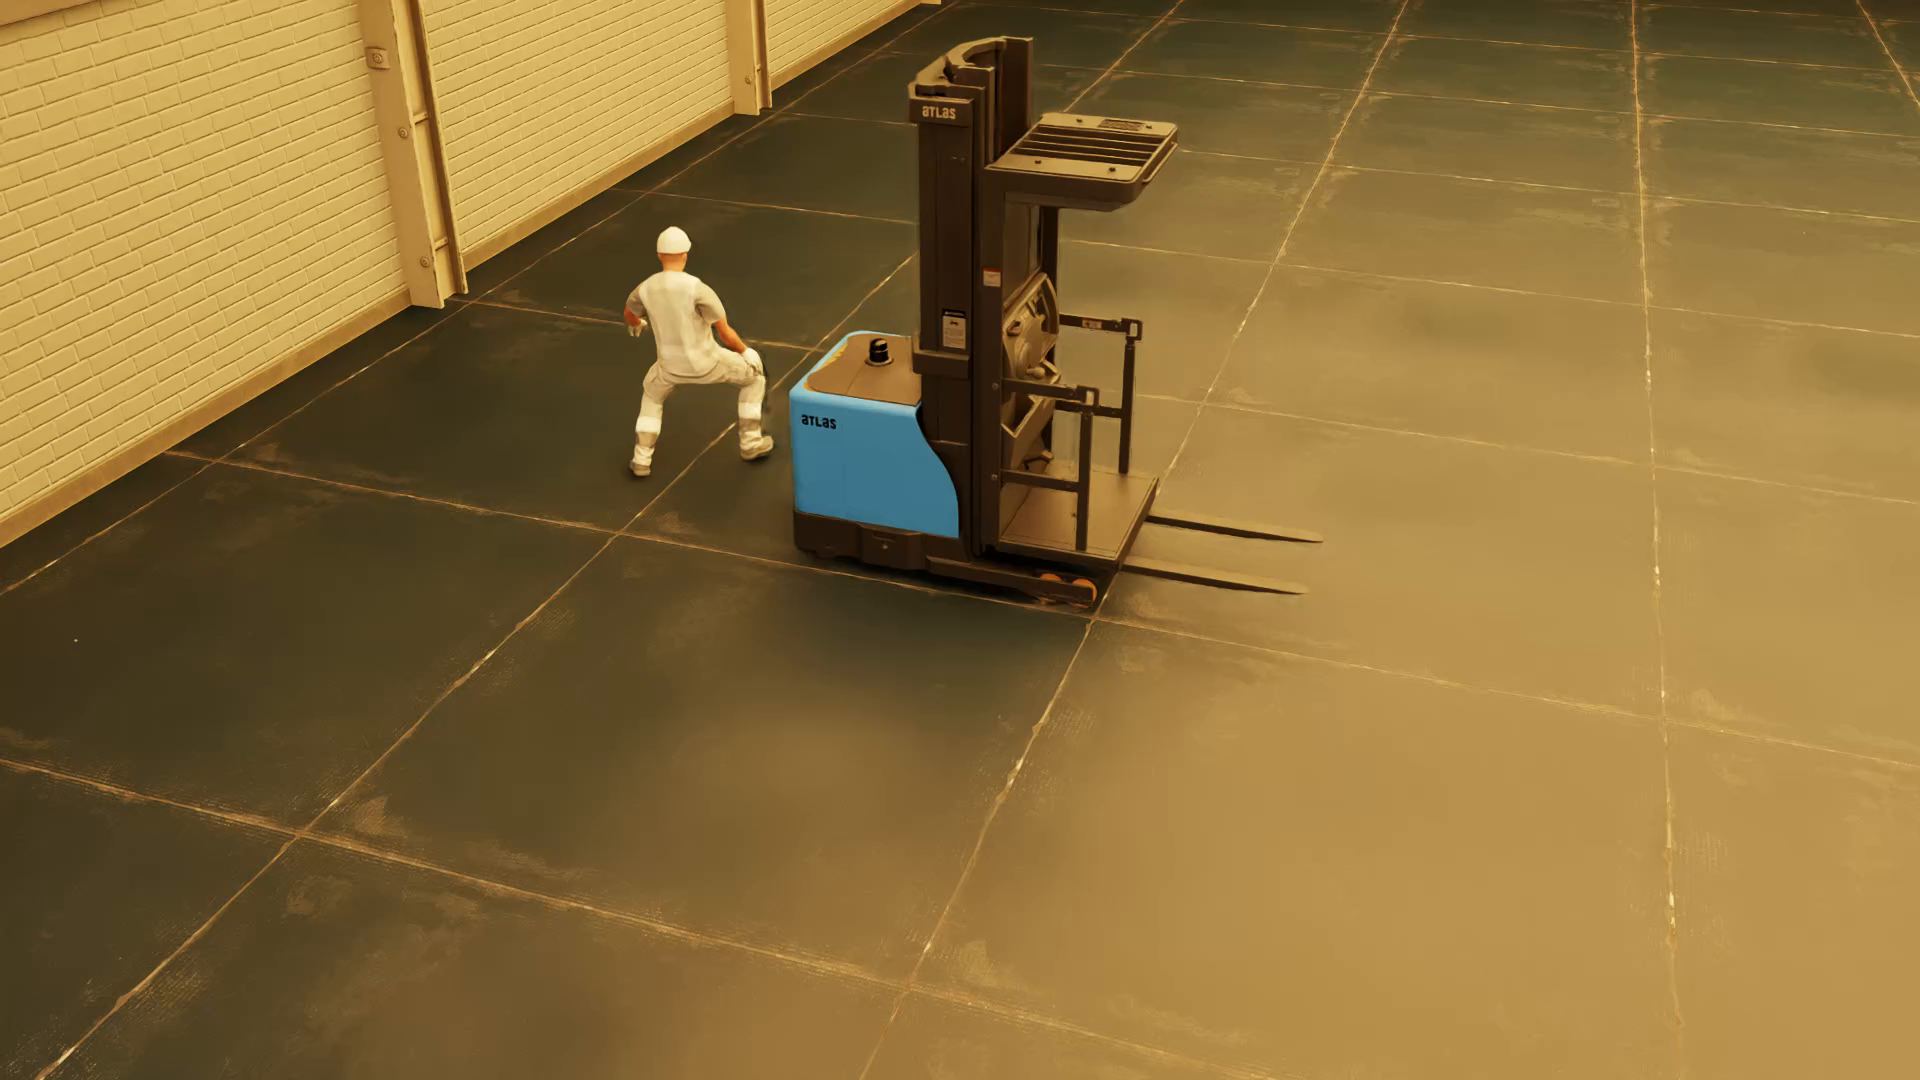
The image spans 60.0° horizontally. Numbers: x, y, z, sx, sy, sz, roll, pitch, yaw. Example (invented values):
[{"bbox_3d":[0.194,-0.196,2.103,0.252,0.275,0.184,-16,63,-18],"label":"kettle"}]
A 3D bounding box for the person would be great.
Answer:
[{"bbox_3d":[-1.753,-1.211,10.561,0.995,1.608,0.706,10,31,17],"label":"person"}]

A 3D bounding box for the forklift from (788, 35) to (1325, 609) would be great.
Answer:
[{"bbox_3d":[0.582,-1.180,9.206,3.031,2.935,1.130,9,31,16],"label":"forklift"}]
